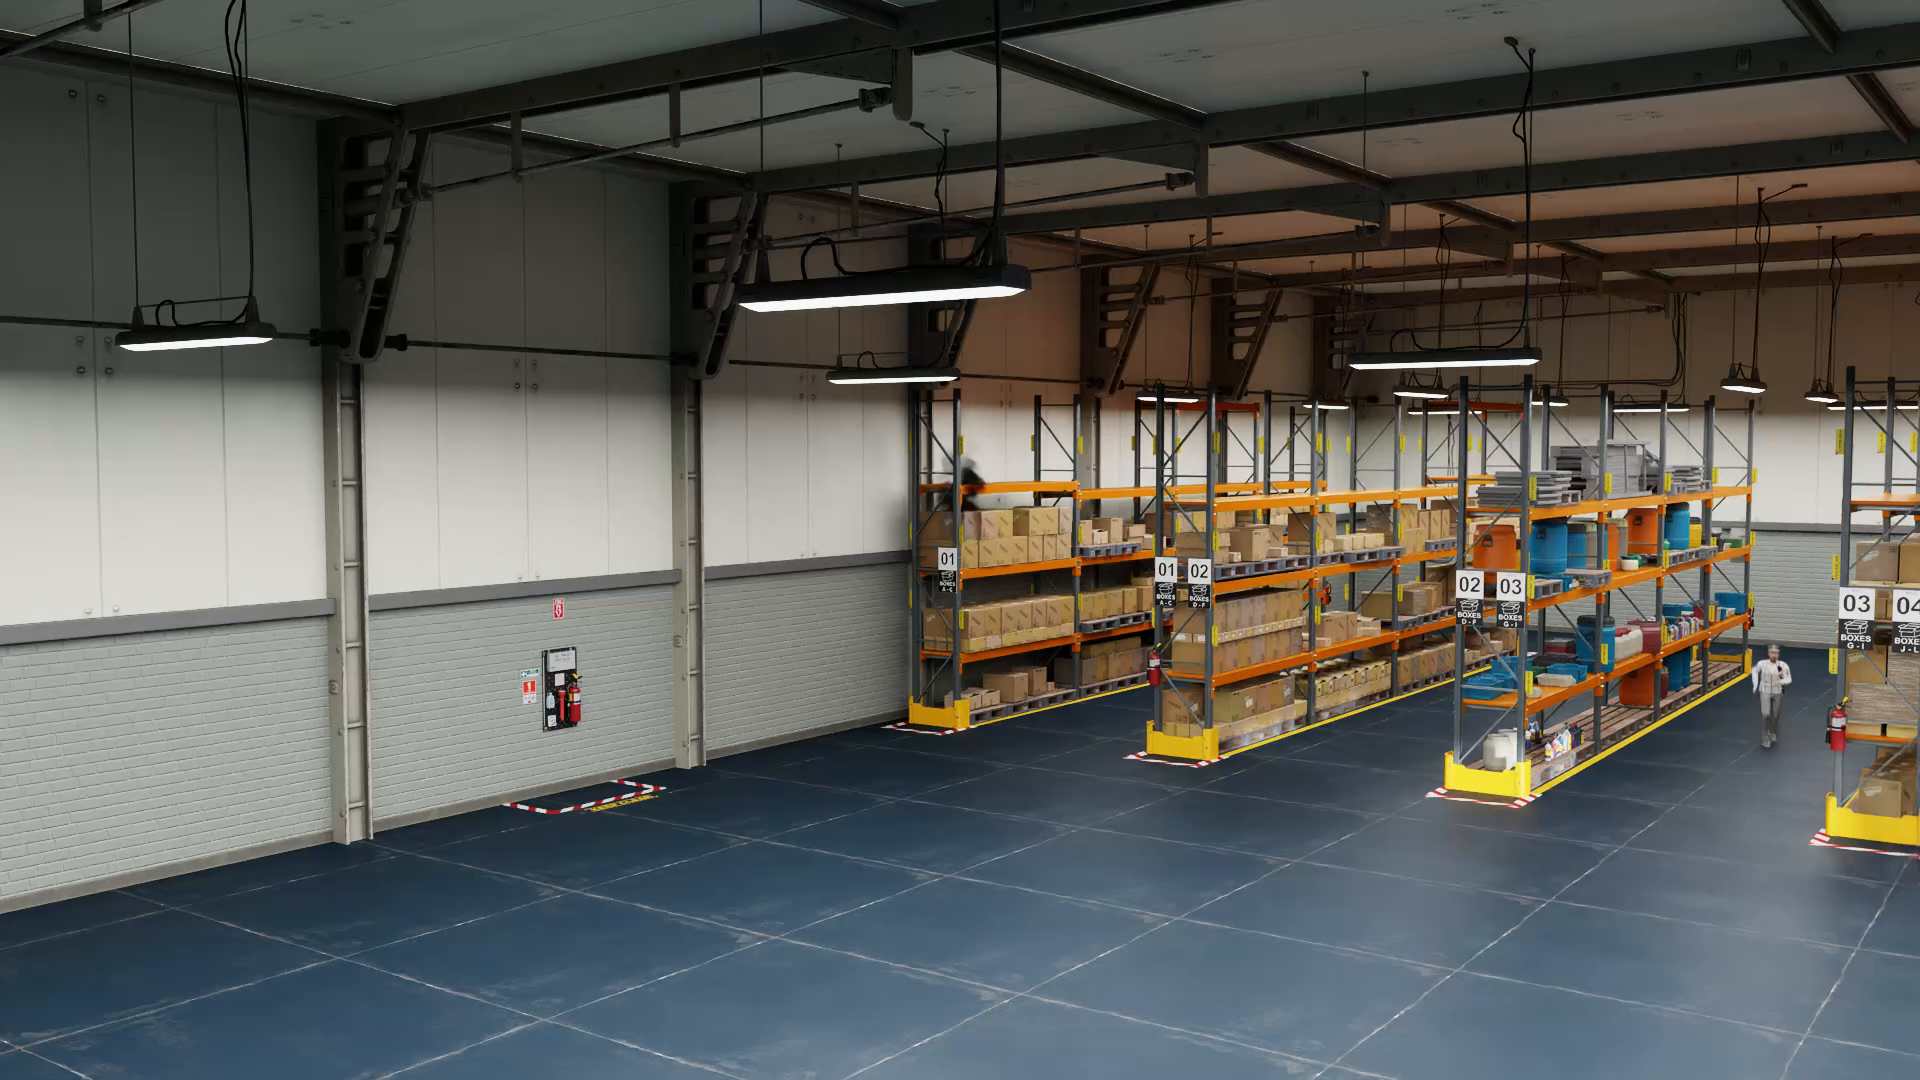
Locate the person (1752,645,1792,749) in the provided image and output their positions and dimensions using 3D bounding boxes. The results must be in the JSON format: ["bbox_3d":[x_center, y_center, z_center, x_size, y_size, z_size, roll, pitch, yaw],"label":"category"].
[{"bbox_3d":[13.476,2.589,27.607,0.573,1.738,0.789,1,4,22],"label":"person"}]
